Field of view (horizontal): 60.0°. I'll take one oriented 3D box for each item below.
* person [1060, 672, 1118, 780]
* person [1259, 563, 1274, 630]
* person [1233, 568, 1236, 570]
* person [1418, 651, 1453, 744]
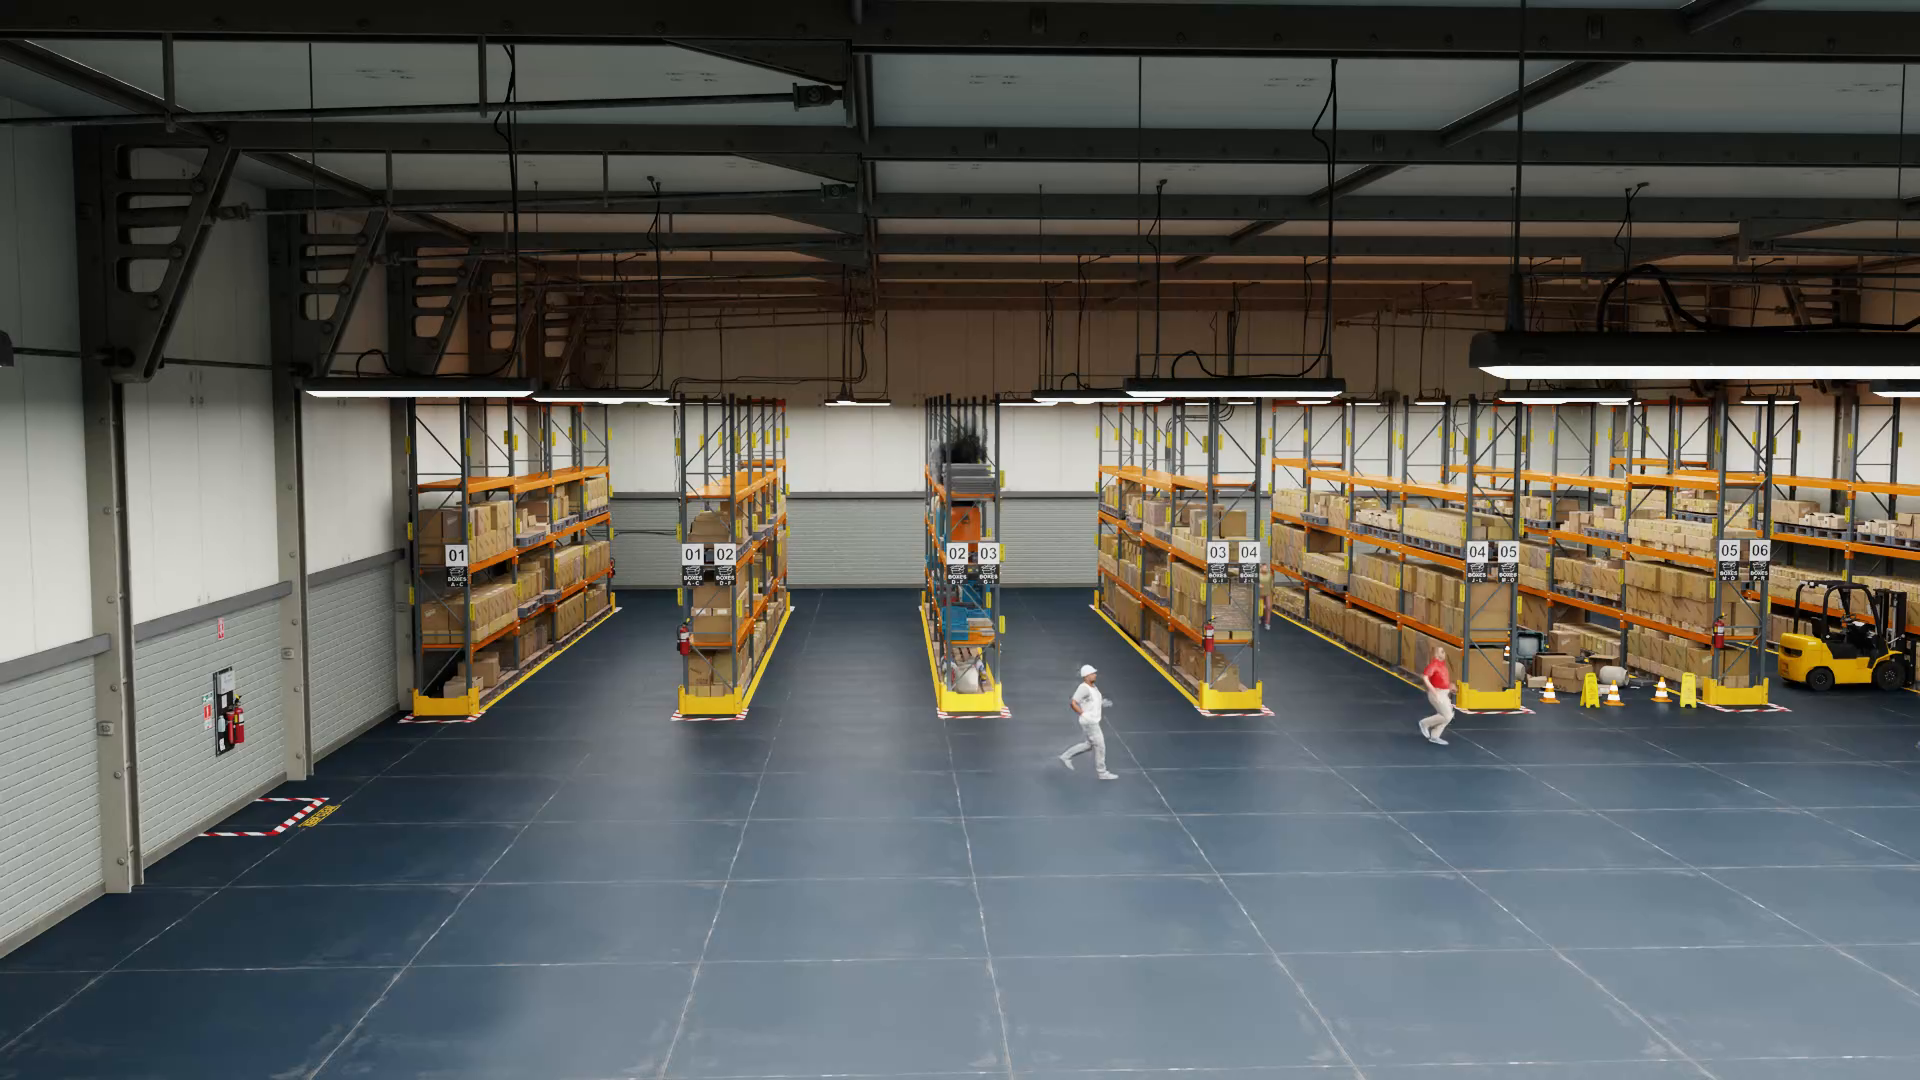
[{"bbox_3d":[1.987,2.825,25.655,0.946,1.727,0.696,1,5,15],"label":"person"},{"bbox_3d":[7.944,1.451,43.467,0.587,1.684,0.954,0,5,-3],"label":"person"},{"bbox_3d":[7.617,1.144,47.586,0.634,1.650,0.889,3,5,32],"label":"person"},{"bbox_3d":[8.162,2.683,28.407,0.565,1.619,0.411,3,5,31],"label":"person"}]
